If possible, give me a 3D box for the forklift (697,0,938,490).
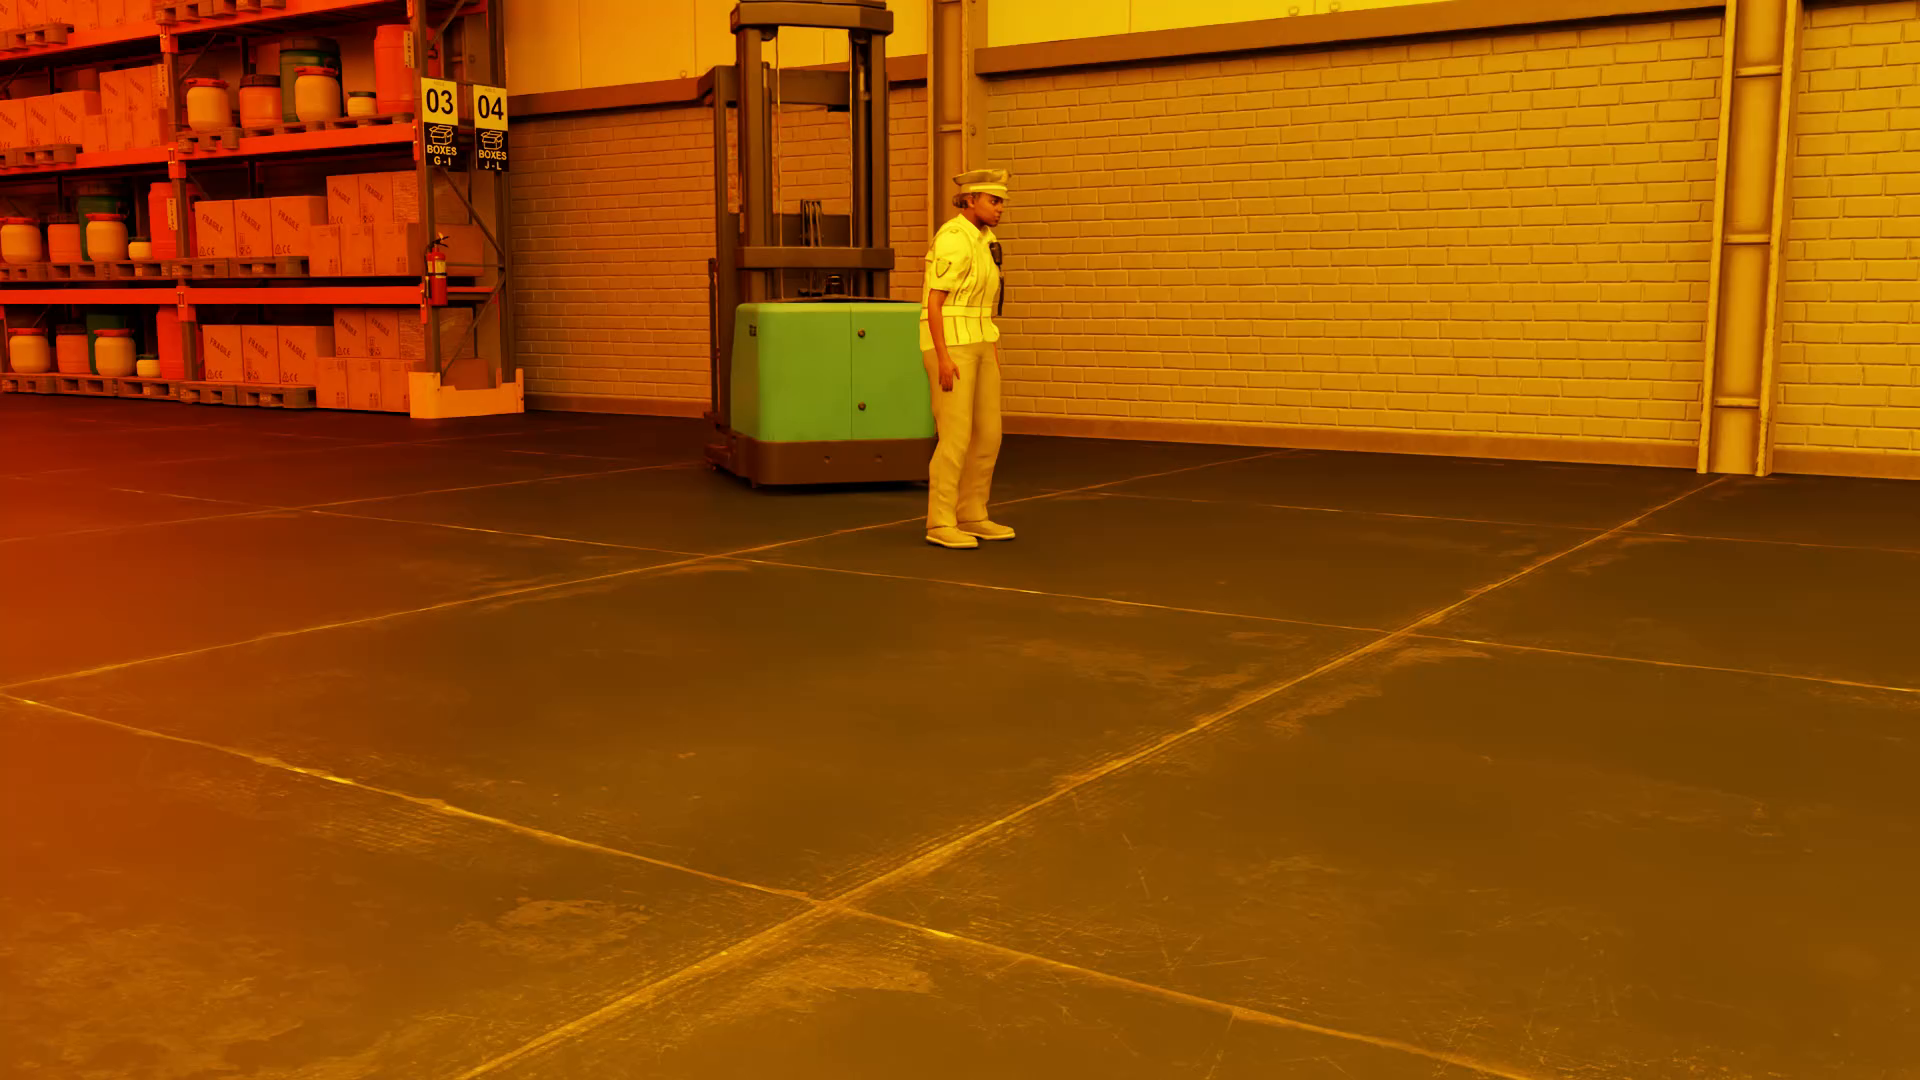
[{"bbox_3d":[-1.050,-1.907,10.604,1.130,2.935,3.031,-2,8,-17],"label":"forklift"}]

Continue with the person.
[{"bbox_3d":[0.030,-0.816,7.467,0.393,1.657,0.513,5,10,32],"label":"person"}]
